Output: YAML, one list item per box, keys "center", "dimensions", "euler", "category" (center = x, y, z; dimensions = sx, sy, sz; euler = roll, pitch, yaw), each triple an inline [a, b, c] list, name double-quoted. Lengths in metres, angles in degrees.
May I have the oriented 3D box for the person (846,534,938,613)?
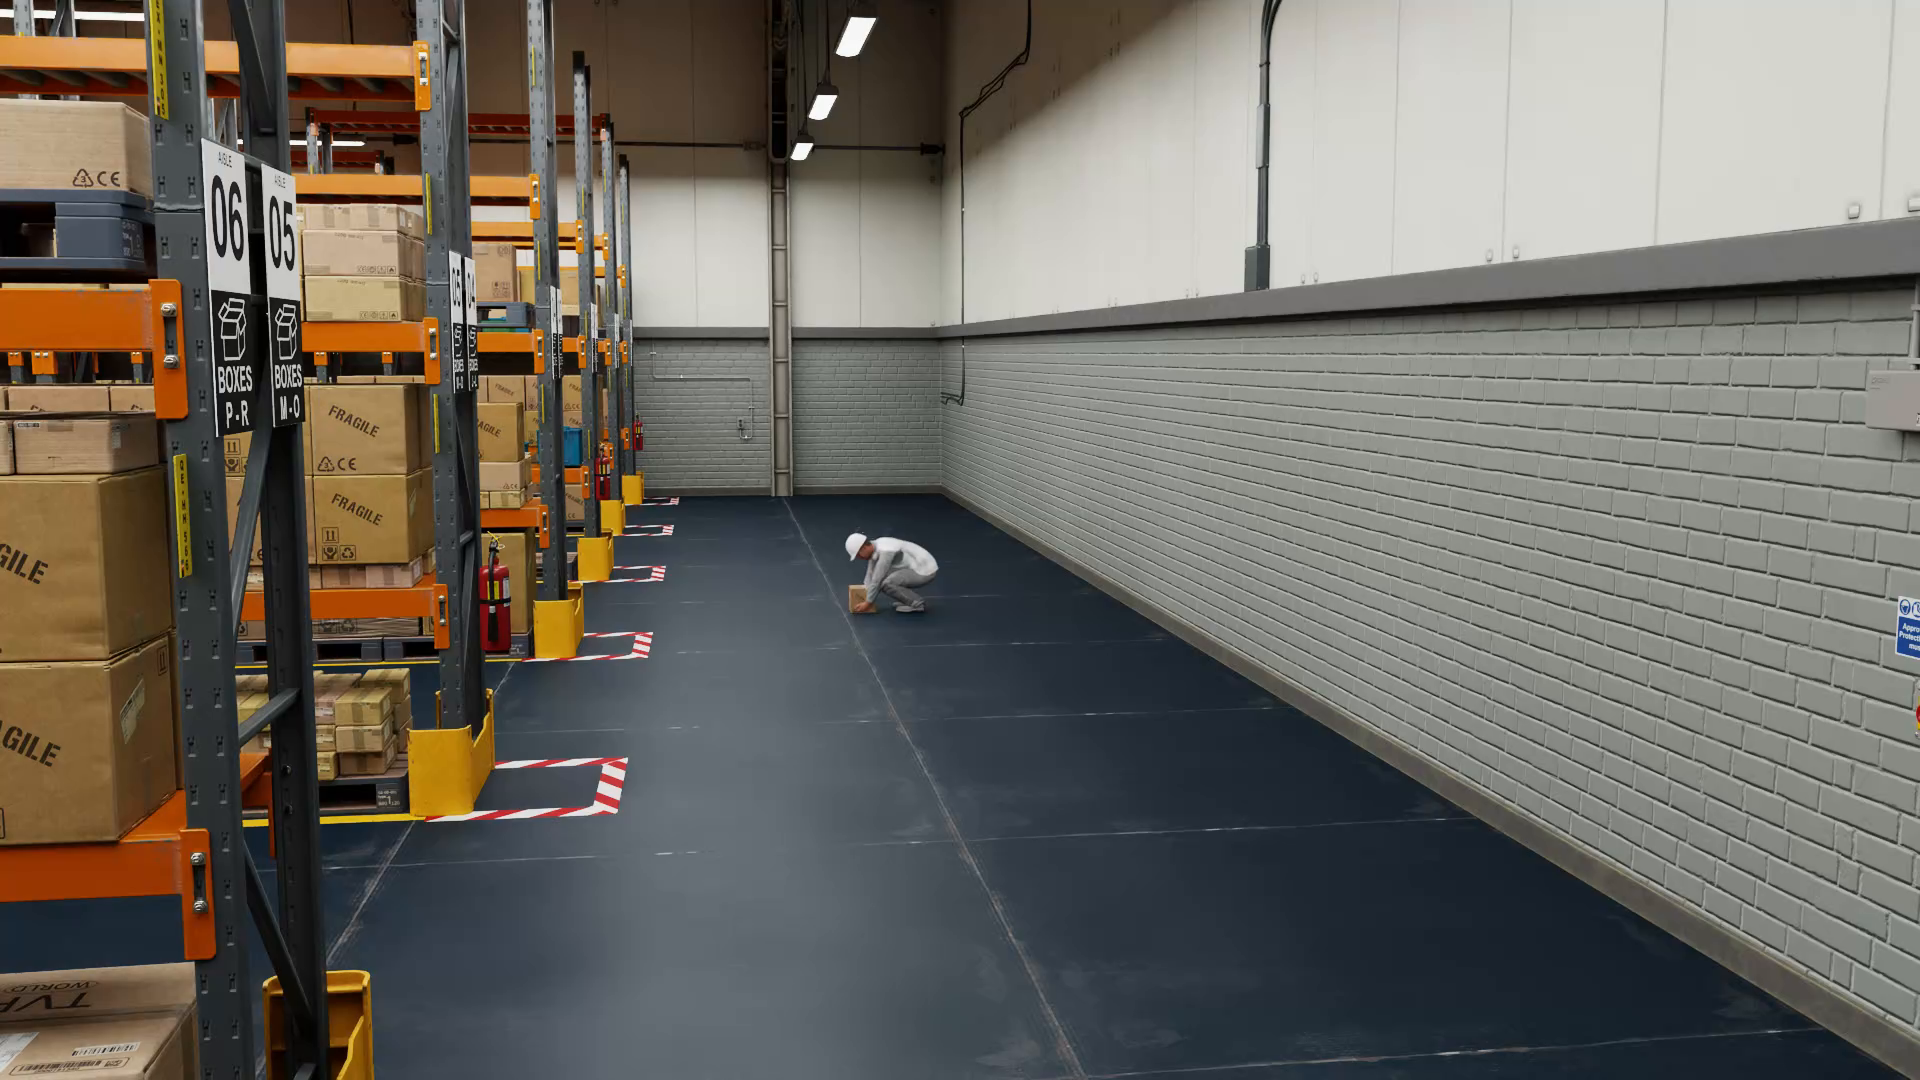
- center: [-0.707, 0.352, 17.043]
  dimensions: [0.931, 0.862, 0.528]
  euler: [-1, 7, -9]
  category: "person"
